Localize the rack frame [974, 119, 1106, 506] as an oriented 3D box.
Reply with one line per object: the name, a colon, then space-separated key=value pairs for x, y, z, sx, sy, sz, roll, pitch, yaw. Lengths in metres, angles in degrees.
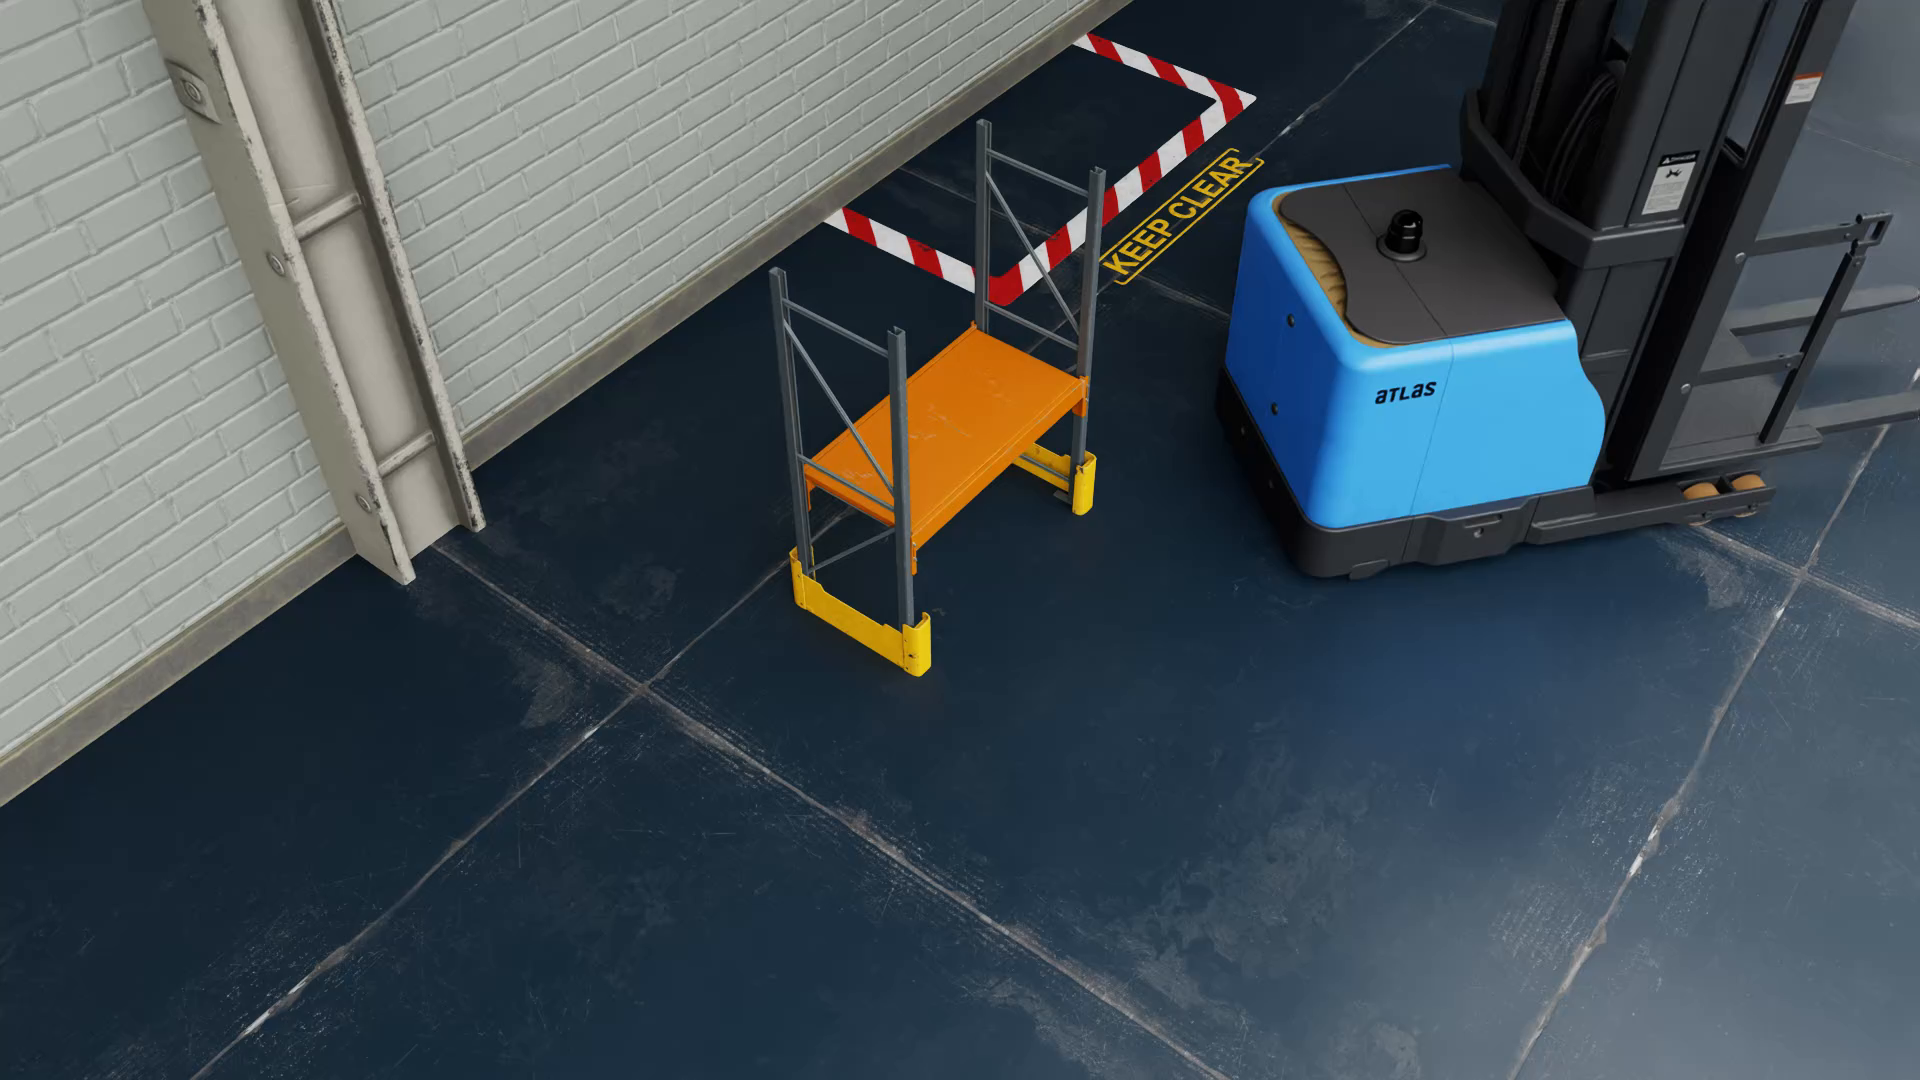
rack frame: x=0.259 y=-0.760 z=5.939 sx=0.500 sy=1.500 sz=0.032 roll=29 pitch=53 yaw=25

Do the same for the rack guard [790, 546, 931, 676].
rack guard: x=-0.351 y=0.242 z=5.846 sx=0.587 sy=0.250 sz=0.087 roll=29 pitch=53 yaw=25

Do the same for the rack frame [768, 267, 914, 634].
rack frame: x=-0.363 y=-0.178 z=5.383 sx=0.500 sy=1.500 sz=0.032 roll=29 pitch=53 yaw=25

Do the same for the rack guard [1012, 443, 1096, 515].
rack guard: x=0.258 y=-0.328 z=6.390 sx=0.587 sy=0.250 sz=0.087 roll=29 pitch=53 yaw=25

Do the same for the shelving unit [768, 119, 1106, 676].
shelving unit: x=-0.047 y=-0.474 z=5.666 sx=0.587 sy=1.500 sz=1.083 roll=29 pitch=53 yaw=25

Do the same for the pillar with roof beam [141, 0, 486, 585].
pillar with roof beam: x=1.372 y=-1.218 z=1.191 sx=9.100 sy=9.000 sz=0.400 roll=29 pitch=53 yaw=25

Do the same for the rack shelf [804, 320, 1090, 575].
rack shelf: x=-0.052 y=-0.345 z=5.791 sx=0.538 sy=0.185 sz=1.000 roll=29 pitch=53 yaw=25

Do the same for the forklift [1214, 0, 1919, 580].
forklift: x=2.592 y=-1.432 z=5.591 sx=3.031 sy=2.935 sz=1.130 roll=-10 pitch=47 yaw=-9
